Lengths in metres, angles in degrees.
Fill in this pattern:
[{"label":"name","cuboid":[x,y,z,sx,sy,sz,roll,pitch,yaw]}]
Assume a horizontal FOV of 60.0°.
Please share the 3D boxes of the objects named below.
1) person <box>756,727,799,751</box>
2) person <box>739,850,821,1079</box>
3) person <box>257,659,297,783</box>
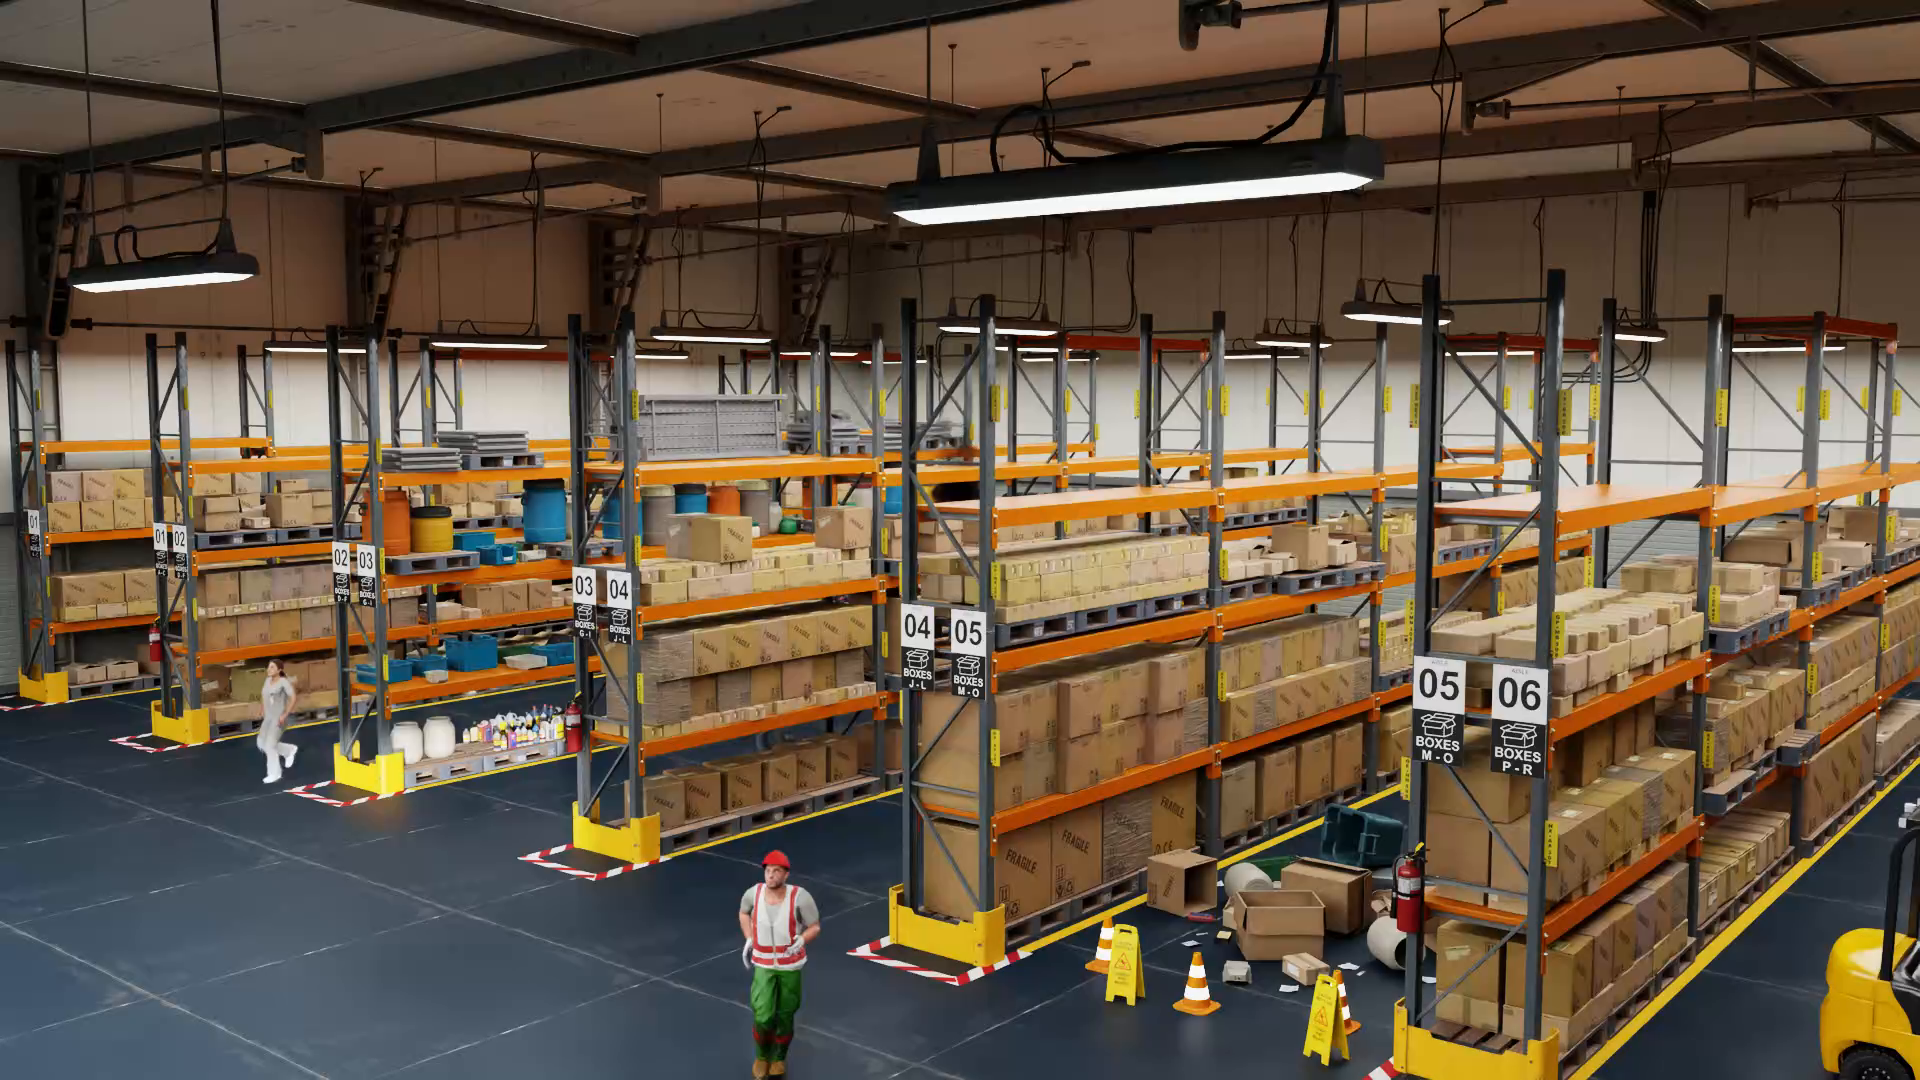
[{"label":"person","cuboid":[-2.495,2.276,22.423,0.714,1.745,0.907,4,6,35]},{"label":"person","cuboid":[-1.348,3.176,12.316,0.624,1.770,0.667,0,5,-1]},{"label":"person","cuboid":[-9.055,2.377,22.118,0.588,1.632,0.562,3,6,27]}]
